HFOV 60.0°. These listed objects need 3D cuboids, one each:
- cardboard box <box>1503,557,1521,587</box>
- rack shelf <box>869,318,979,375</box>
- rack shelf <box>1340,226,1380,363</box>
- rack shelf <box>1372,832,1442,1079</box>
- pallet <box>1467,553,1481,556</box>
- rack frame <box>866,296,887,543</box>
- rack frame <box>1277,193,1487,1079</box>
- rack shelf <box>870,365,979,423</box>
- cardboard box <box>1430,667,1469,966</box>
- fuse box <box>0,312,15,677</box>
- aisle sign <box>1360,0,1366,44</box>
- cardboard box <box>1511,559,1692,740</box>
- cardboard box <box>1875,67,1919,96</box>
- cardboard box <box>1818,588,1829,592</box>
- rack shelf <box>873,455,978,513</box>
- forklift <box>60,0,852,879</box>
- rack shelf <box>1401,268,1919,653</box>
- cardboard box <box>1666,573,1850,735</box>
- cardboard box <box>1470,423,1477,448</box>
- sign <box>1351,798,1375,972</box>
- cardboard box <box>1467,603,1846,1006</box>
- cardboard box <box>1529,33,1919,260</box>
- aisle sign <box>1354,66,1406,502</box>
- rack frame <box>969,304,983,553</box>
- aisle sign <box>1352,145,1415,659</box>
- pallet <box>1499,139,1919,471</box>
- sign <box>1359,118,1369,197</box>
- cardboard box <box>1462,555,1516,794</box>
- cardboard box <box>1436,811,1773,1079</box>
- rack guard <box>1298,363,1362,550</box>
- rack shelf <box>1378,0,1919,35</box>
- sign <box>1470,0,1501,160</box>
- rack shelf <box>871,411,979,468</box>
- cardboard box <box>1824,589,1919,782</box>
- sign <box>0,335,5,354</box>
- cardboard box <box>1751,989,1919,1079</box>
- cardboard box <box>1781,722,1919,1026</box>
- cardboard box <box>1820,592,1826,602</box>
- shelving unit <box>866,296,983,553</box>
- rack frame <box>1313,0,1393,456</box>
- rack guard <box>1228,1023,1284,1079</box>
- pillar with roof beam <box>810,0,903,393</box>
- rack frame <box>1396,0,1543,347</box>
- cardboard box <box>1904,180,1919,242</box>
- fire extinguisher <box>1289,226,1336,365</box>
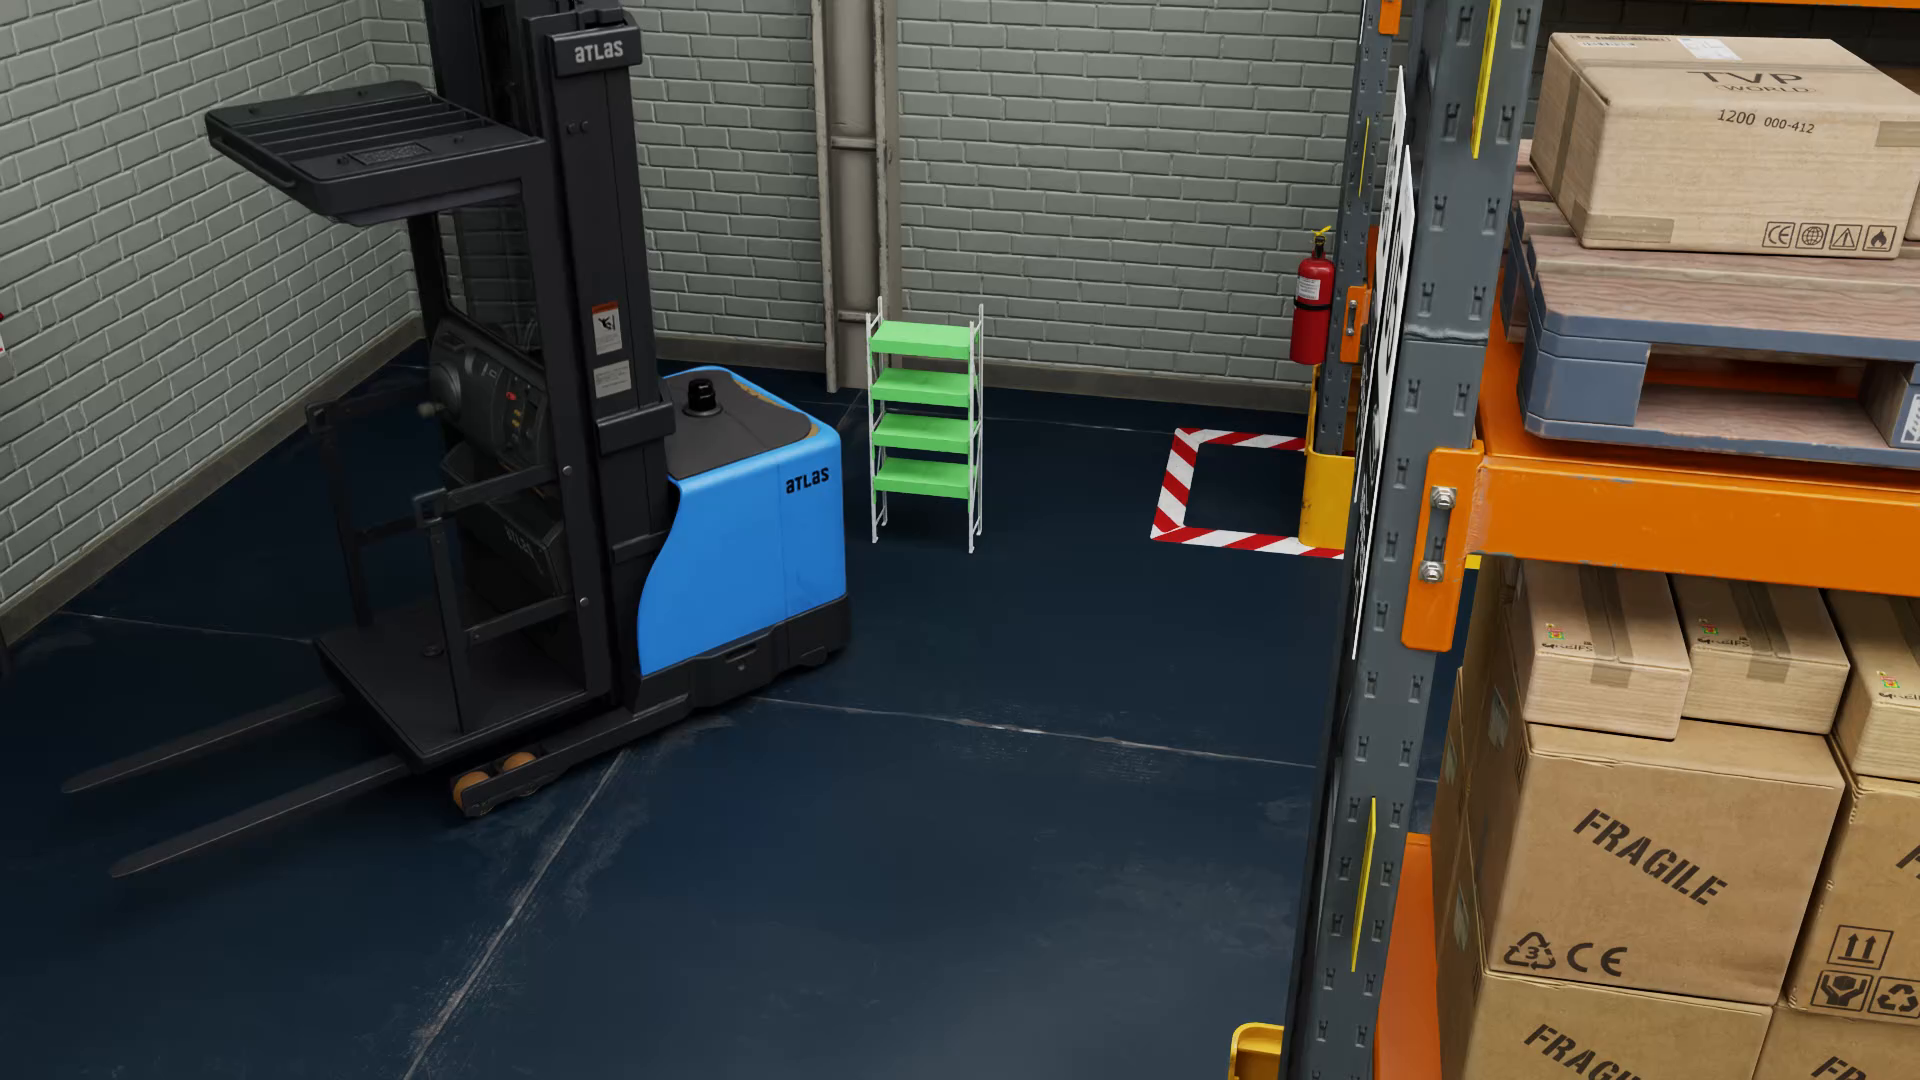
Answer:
[{"bbox_3d":[1.242,-0.046,3.390,0.250,0.149,0.380,6,29,11],"label":"cardboard box"},{"bbox_3d":[-0.162,-0.908,7.792,0.480,0.148,0.258,6,29,11],"label":"rack shelf"},{"bbox_3d":[3.838,-1.037,7.769,4.000,0.370,1.077,6,29,11],"label":"rack shelf"},{"bbox_3d":[2.806,1.295,3.510,4.000,0.370,1.077,6,29,11],"label":"rack shelf"},{"bbox_3d":[2.737,-0.242,8.473,1.213,0.211,1.003,6,29,11],"label":"pallet"},{"bbox_3d":[-0.401,-0.567,8.037,0.015,1.200,0.240,6,29,11],"label":"rack frame"},{"bbox_3d":[0.850,0.779,3.704,0.127,3.000,1.000,6,29,11],"label":"rack frame"},{"bbox_3d":[-0.162,-0.697,7.908,0.480,0.148,0.258,6,29,11],"label":"rack shelf"},{"bbox_3d":[1.377,0.659,3.819,0.500,0.500,0.500,6,29,11],"label":"cardboard box"},{"bbox_3d":[-4.088,-0.182,6.801,0.414,1.711,0.539,6,29,11],"label":"fuse box"},{"bbox_3d":[1.755,-2.562,7.099,0.004,0.787,0.394,6,29,11],"label":"aisle sign"},{"bbox_3d":[1.139,0.177,2.981,0.250,0.149,0.380,6,29,12],"label":"cardboard box"},{"bbox_3d":[4.394,-1.819,7.515,0.500,0.500,0.500,5,29,9],"label":"cardboard box"},{"bbox_3d":[1.766,-0.046,3.389,0.250,0.149,0.380,6,29,10],"label":"cardboard box"},{"bbox_3d":[-0.162,-0.276,8.138,0.480,0.148,0.258,6,29,11],"label":"rack shelf"},{"bbox_3d":[-1.937,-0.521,6.149,3.031,2.935,1.130,-22,35,-34],"label":"forklift"},{"bbox_3d":[2.806,-0.021,2.790,4.000,0.370,1.077,6,29,11],"label":"rack shelf"},{"bbox_3d":[1.410,0.170,2.995,0.250,0.149,0.380,7,29,12],"label":"cardboard box"},{"bbox_3d":[2.461,-0.536,8.268,0.637,0.503,0.797,5,29,9],"label":"cardboard box"},{"bbox_3d":[0.728,0.624,3.002,0.005,0.325,0.100,6,29,11],"label":"sign"},{"bbox_3d":[1.260,0.478,3.107,0.500,0.500,0.500,5,29,9],"label":"cardboard box"},{"bbox_3d":[1.309,-0.696,2.890,0.500,0.250,0.500,3,29,6],"label":"cardboard box"},{"bbox_3d":[0.844,-0.514,3.359,0.004,0.787,0.394,6,29,11],"label":"aisle sign"},{"bbox_3d":[0.077,-0.518,7.947,0.015,1.200,0.240,6,29,11],"label":"rack frame"},{"bbox_3d":[0.719,-0.233,2.844,0.004,0.787,0.394,6,29,11],"label":"aisle sign"},{"bbox_3d":[1.577,-0.429,2.878,1.213,0.211,1.003,6,29,11],"label":"pallet"},{"bbox_3d":[1.769,-1.678,7.289,0.005,0.325,0.100,6,29,11],"label":"sign"},{"bbox_3d":[1.371,0.233,3.556,0.500,0.500,0.500,7,29,12],"label":"cardboard box"},{"bbox_3d":[1.259,0.918,3.346,0.500,0.500,0.500,6,29,10],"label":"cardboard box"},{"bbox_3d":[1.957,-0.449,8.549,0.348,0.500,1.175,6,29,11],"label":"rack guard"},{"bbox_3d":[3.838,-2.352,7.049,4.000,0.370,1.077,6,29,11],"label":"rack shelf"},{"bbox_3d":[0.728,-0.695,2.280,0.005,0.325,0.100,6,29,11],"label":"sign"},{"bbox_3d":[-0.162,-0.487,8.023,0.480,0.148,0.258,6,29,11],"label":"rack shelf"},{"bbox_3d":[1.640,0.250,2.849,0.250,0.149,0.380,7,29,12],"label":"cardboard box"},{"bbox_3d":[-4.188,-0.959,6.976,0.001,0.494,0.329,6,29,11],"label":"sign"},{"bbox_3d":[1.760,0.956,3.277,0.500,0.500,0.500,5,29,10],"label":"cardboard box"},{"bbox_3d":[1.766,0.527,3.019,0.500,0.500,0.500,5,29,9],"label":"cardboard box"},{"bbox_3d":[1.888,0.272,3.485,0.500,0.500,0.500,6,29,11],"label":"cardboard box"},{"bbox_3d":[-0.162,-0.543,7.992,0.503,1.200,0.258,6,29,11],"label":"shelving unit"},{"bbox_3d":[1.883,-1.553,7.962,0.127,3.000,1.000,6,29,11],"label":"rack frame"},{"bbox_3d":[0.826,1.873,4.309,0.348,0.500,1.175,6,29,11],"label":"rack guard"},{"bbox_3d":[-1.465,-2.856,4.096,0.400,9.000,9.100,6,29,11],"label":"pillar with roof beam"},{"bbox_3d":[0.850,-1.853,2.263,0.127,3.000,1.000,6,29,11],"label":"rack frame"},{"bbox_3d":[1.735,-0.647,2.906,0.250,0.149,0.380,4,29,7],"label":"cardboard box"},{"bbox_3d":[1.642,-1.153,7.701,0.183,0.674,0.296,6,29,11],"label":"fire extinguisher"}]
